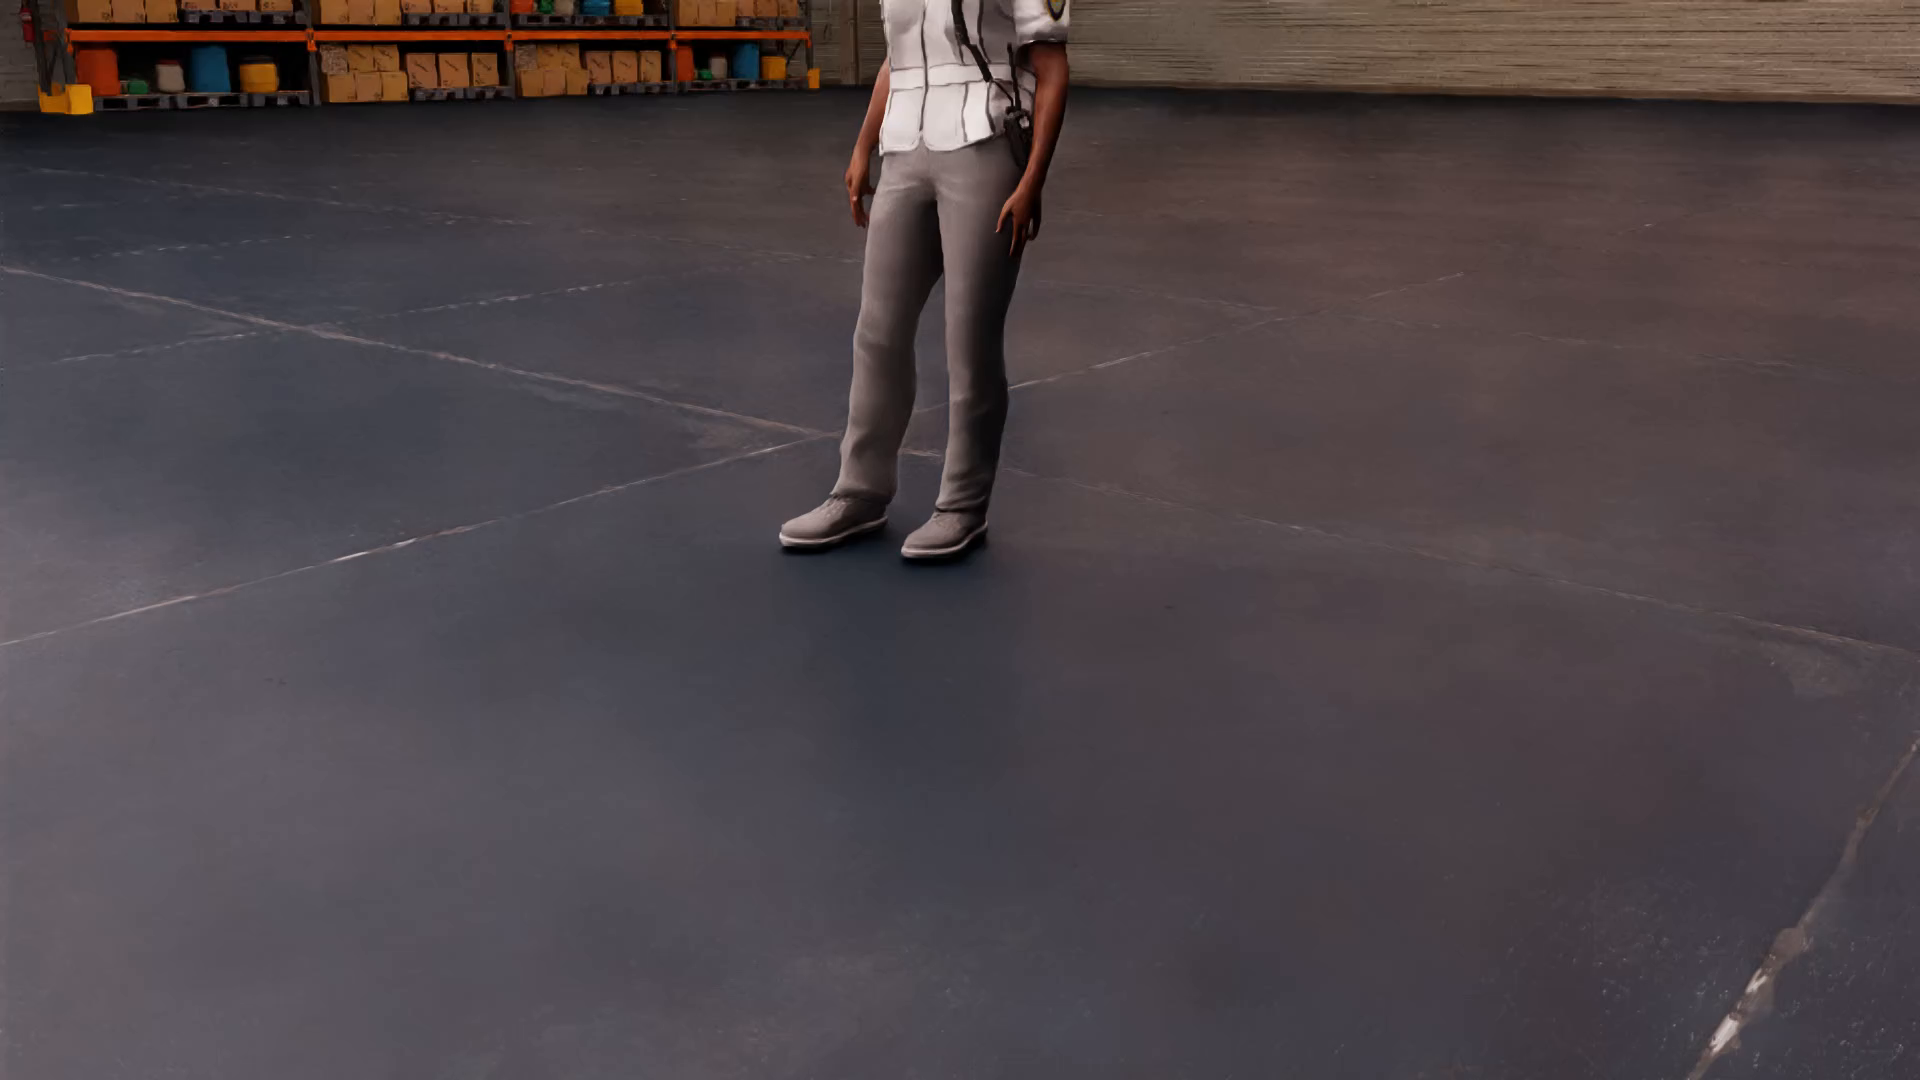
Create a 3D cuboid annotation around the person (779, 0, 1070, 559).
[{"bbox_3d":[-0.064,-0.804,3.650,0.570,1.693,0.527,13,21,37],"label":"person"}]
